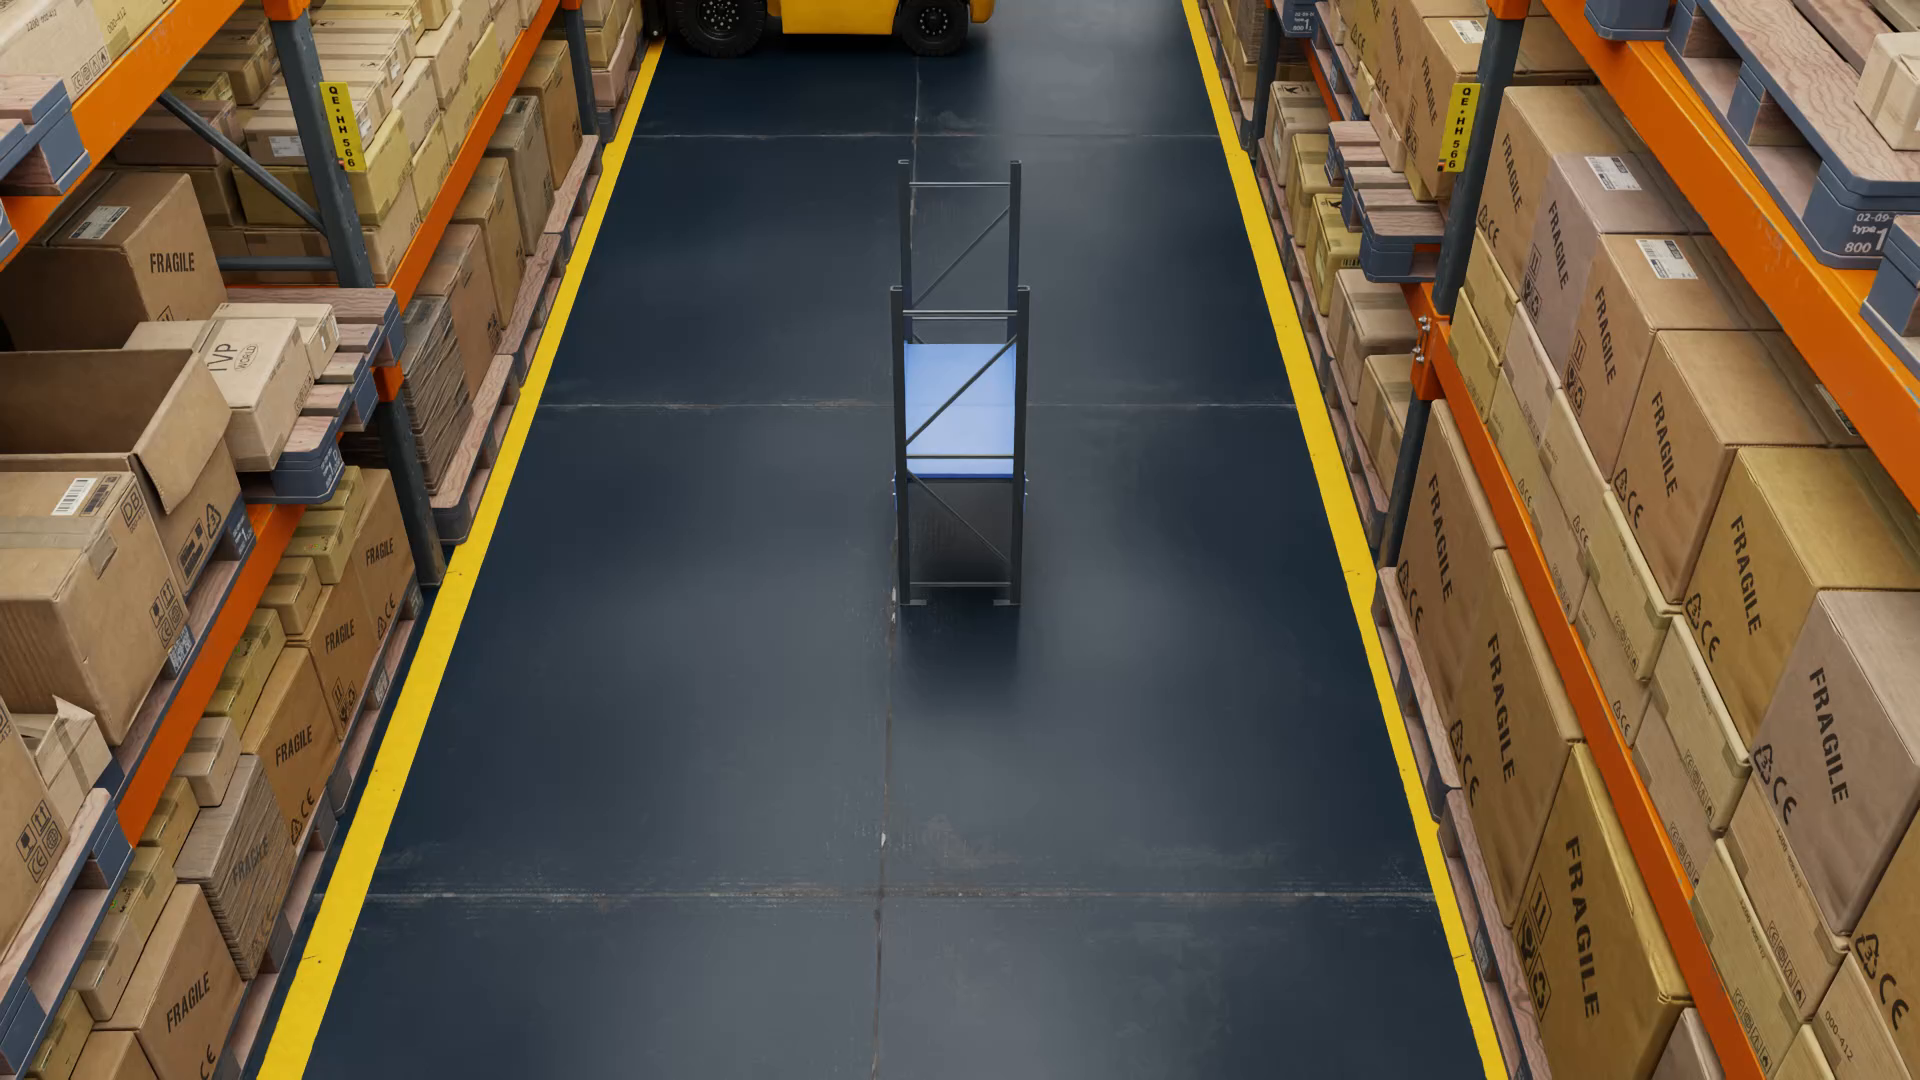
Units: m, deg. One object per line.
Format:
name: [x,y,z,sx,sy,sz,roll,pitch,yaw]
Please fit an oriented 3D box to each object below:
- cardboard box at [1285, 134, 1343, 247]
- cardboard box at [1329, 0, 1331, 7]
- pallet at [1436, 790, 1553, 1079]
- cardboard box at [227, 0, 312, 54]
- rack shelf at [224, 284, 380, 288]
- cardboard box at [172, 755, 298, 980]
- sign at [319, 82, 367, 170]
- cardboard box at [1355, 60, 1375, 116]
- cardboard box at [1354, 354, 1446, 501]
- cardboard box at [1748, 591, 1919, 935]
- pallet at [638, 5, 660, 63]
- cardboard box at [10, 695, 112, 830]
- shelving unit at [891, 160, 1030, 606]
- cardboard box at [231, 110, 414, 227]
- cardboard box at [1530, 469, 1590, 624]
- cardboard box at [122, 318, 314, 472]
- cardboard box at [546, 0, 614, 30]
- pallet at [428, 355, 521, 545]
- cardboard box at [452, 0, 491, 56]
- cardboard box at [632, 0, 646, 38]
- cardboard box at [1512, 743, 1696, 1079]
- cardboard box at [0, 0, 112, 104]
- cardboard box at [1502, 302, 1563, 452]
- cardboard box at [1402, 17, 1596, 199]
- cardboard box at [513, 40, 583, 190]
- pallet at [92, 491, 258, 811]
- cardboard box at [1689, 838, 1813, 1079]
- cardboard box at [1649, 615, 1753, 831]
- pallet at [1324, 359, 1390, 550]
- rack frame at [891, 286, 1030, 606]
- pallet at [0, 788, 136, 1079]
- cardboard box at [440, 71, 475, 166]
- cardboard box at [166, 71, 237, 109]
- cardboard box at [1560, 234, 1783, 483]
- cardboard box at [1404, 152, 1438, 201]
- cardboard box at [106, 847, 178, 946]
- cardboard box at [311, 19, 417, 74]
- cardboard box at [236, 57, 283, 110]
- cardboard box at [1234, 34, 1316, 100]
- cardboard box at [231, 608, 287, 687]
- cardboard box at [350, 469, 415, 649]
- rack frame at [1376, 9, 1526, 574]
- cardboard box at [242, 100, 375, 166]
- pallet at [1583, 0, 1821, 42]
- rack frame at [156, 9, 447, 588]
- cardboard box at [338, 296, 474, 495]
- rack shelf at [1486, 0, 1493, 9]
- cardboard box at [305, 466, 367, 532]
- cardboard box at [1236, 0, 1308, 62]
cardboard box: [2.278,-1.876,8.958,0.950,0.372,0.625,2,39,3]
cardboard box: [1.981,-2.586,7.944,0.380,0.149,0.250,0,39,0]
pallet: [2.200,1.329,5.423,1.003,0.211,1.213,0,39,0]
cardboard box: [-2.935,-2.146,6.930,0.380,0.149,0.250,0,39,0]
rack shelf: [-2.690,-2.054,7.833,0.919,0.124,3.809,0,39,0]
cardboard box: [-2.460,1.033,5.225,0.500,0.500,0.500,-1,39,-2]
sign: [-2.145,-1.435,5.779,0.100,0.325,0.005,0,39,0]
cardboard box: [1.916,-1.939,7.136,0.380,0.149,0.250,1,39,1]
cardboard box: [2.285,-0.505,7.248,0.950,0.372,0.625,-2,39,-3]
cardboard box: [2.021,0.456,3.403,0.500,0.500,0.500,1,39,1]
pallet: [-2.656,-3.683,11.677,1.003,0.211,1.213,0,39,0]
cardboard box: [-2.301,0.513,3.983,0.396,0.266,0.258,2,39,2]
shelving unit: [0.000,-0.639,6.848,0.538,1.500,1.048,0,39,0]
cardboard box: [-2.419,-1.422,6.346,0.500,0.250,0.500,0,39,0]
cardboard box: [2.038,0.000,4.971,0.500,0.250,0.500,1,39,1]
cardboard box: [-2.363,-0.454,5.202,0.500,0.250,0.500,-2,39,-2]
cardboard box: [-2.379,-3.293,10.024,0.500,0.250,0.500,-1,39,-1]
pallet: [-2.650,-0.434,7.623,1.003,0.211,1.213,0,39,0]
cardboard box: [-2.452,-2.382,7.544,0.500,0.250,0.500,0,39,1]
cardboard box: [-2.394,-3.542,11.134,0.500,0.250,0.500,1,39,1]
cardboard box: [2.191,1.200,4.717,0.875,0.875,0.875,1,39,1]
cardboard box: [-2.443,-1.172,4.035,0.500,0.250,0.500,0,39,0]
cardboard box: [2.029,-0.510,5.208,0.500,0.250,0.500,1,39,1]
cardboard box: [1.997,-1.617,6.215,0.500,0.500,0.500,-1,39,-1]
cardboard box: [-2.681,-2.420,9.434,0.875,0.625,0.625,2,39,2]
pallet: [-2.681,0.283,4.651,1.003,0.211,1.213,0,39,0]
cardboard box: [2.028,0.947,3.789,0.500,0.250,0.500,-1,39,-1]
cardboard box: [2.022,0.439,4.024,0.500,0.250,0.500,1,39,1]
pallet: [2.276,-0.414,7.598,1.003,0.211,1.213,0,39,0]
rack frame: [0.000,-0.321,6.451,0.500,1.500,0.032,0,39,0]
pallet: [-2.575,1.069,3.671,1.003,0.211,1.213,0,39,0]
cardboard box: [-2.447,-1.864,7.297,0.500,0.250,0.500,-1,39,-2]
cardboard box: [-3.003,-1.667,6.333,0.380,0.149,0.250,1,39,1]
cardboard box: [2.027,-0.501,4.596,0.500,0.500,0.500,1,39,1]
cardboard box: [1.967,-1.452,6.528,0.380,0.149,0.250,1,39,1]
cardboard box: [-2.482,1.011,4.734,0.380,0.149,0.250,1,39,2]
cardboard box: [-2.434,-1.991,6.737,0.380,0.149,0.250,0,39,0]
cardboard box: [-2.969,-1.745,6.749,0.500,0.250,0.500,0,39,0]
cardboard box: [2.002,-2.976,10.427,0.500,0.250,0.500,2,39,2]
cardboard box: [-2.492,0.360,5.547,0.380,0.149,0.250,1,39,1]
cardboard box: [-2.473,0.068,6.430,0.500,0.500,0.500,1,39,1]
rack frame: [2.276,-1.014,6.116,1.000,3.000,0.127,0,39,0]
cardboard box: [-2.394,-1.499,6.124,0.380,0.149,0.250,1,39,1]
pallet: [2.329,-1.708,4.735,1.213,0.211,1.003,2,39,2]
rack frame: [-2.688,-1.008,6.109,1.000,3.000,0.127,0,39,0]
cardboard box: [-2.675,-0.635,7.207,0.875,0.625,0.625,1,39,1]
rack shelf: [2.273,-3.154,6.964,1.077,0.370,4.000,0,39,0]
cardboard box: [-2.434,-0.141,6.171,0.380,0.149,0.250,-2,39,-2]
cardboard box: [2.002,-3.268,10.193,0.500,0.500,0.500,-1,39,-1]
